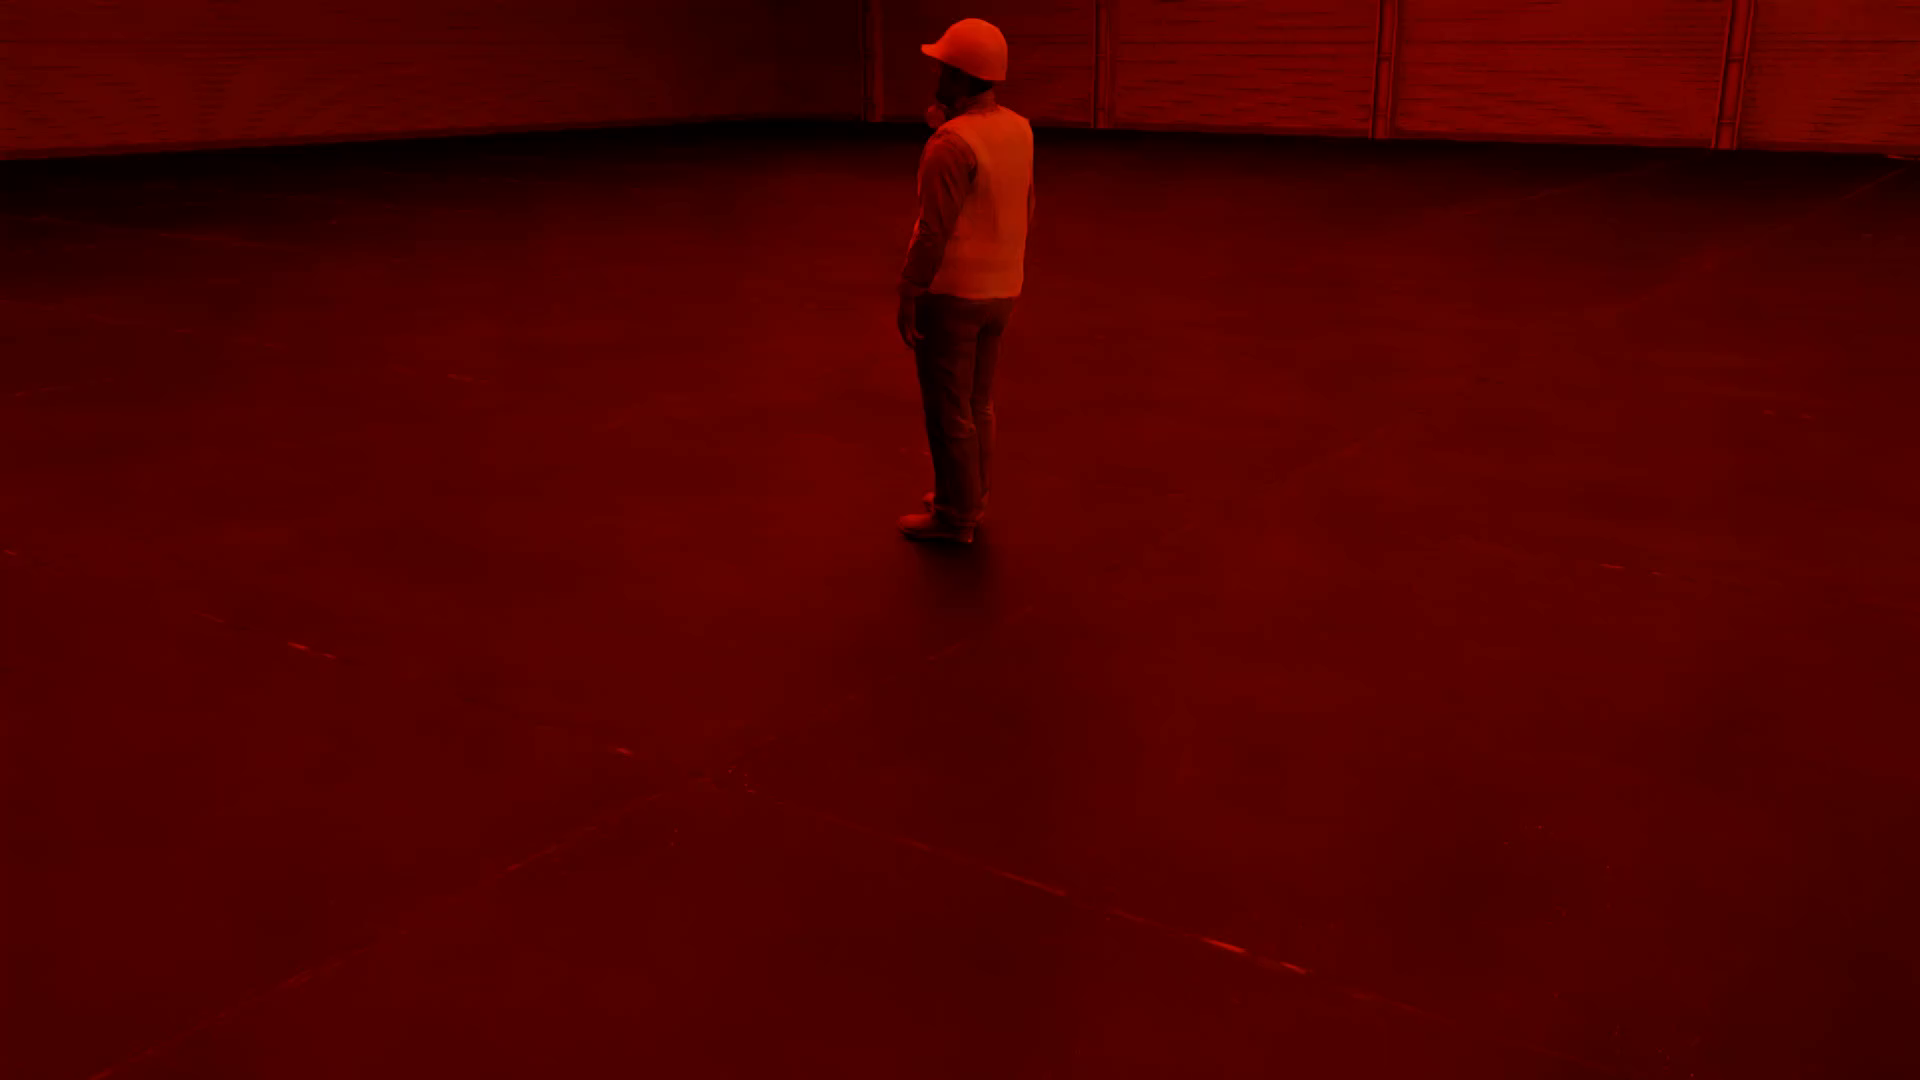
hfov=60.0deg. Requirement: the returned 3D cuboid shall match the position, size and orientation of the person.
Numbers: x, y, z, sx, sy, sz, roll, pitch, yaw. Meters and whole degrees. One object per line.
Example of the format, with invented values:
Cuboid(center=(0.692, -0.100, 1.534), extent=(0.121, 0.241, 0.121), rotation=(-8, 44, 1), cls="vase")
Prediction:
Cuboid(center=(-0.047, -0.866, 5.733), extent=(0.567, 1.768, 0.632), rotation=(11, 20, 33), cls="person")
